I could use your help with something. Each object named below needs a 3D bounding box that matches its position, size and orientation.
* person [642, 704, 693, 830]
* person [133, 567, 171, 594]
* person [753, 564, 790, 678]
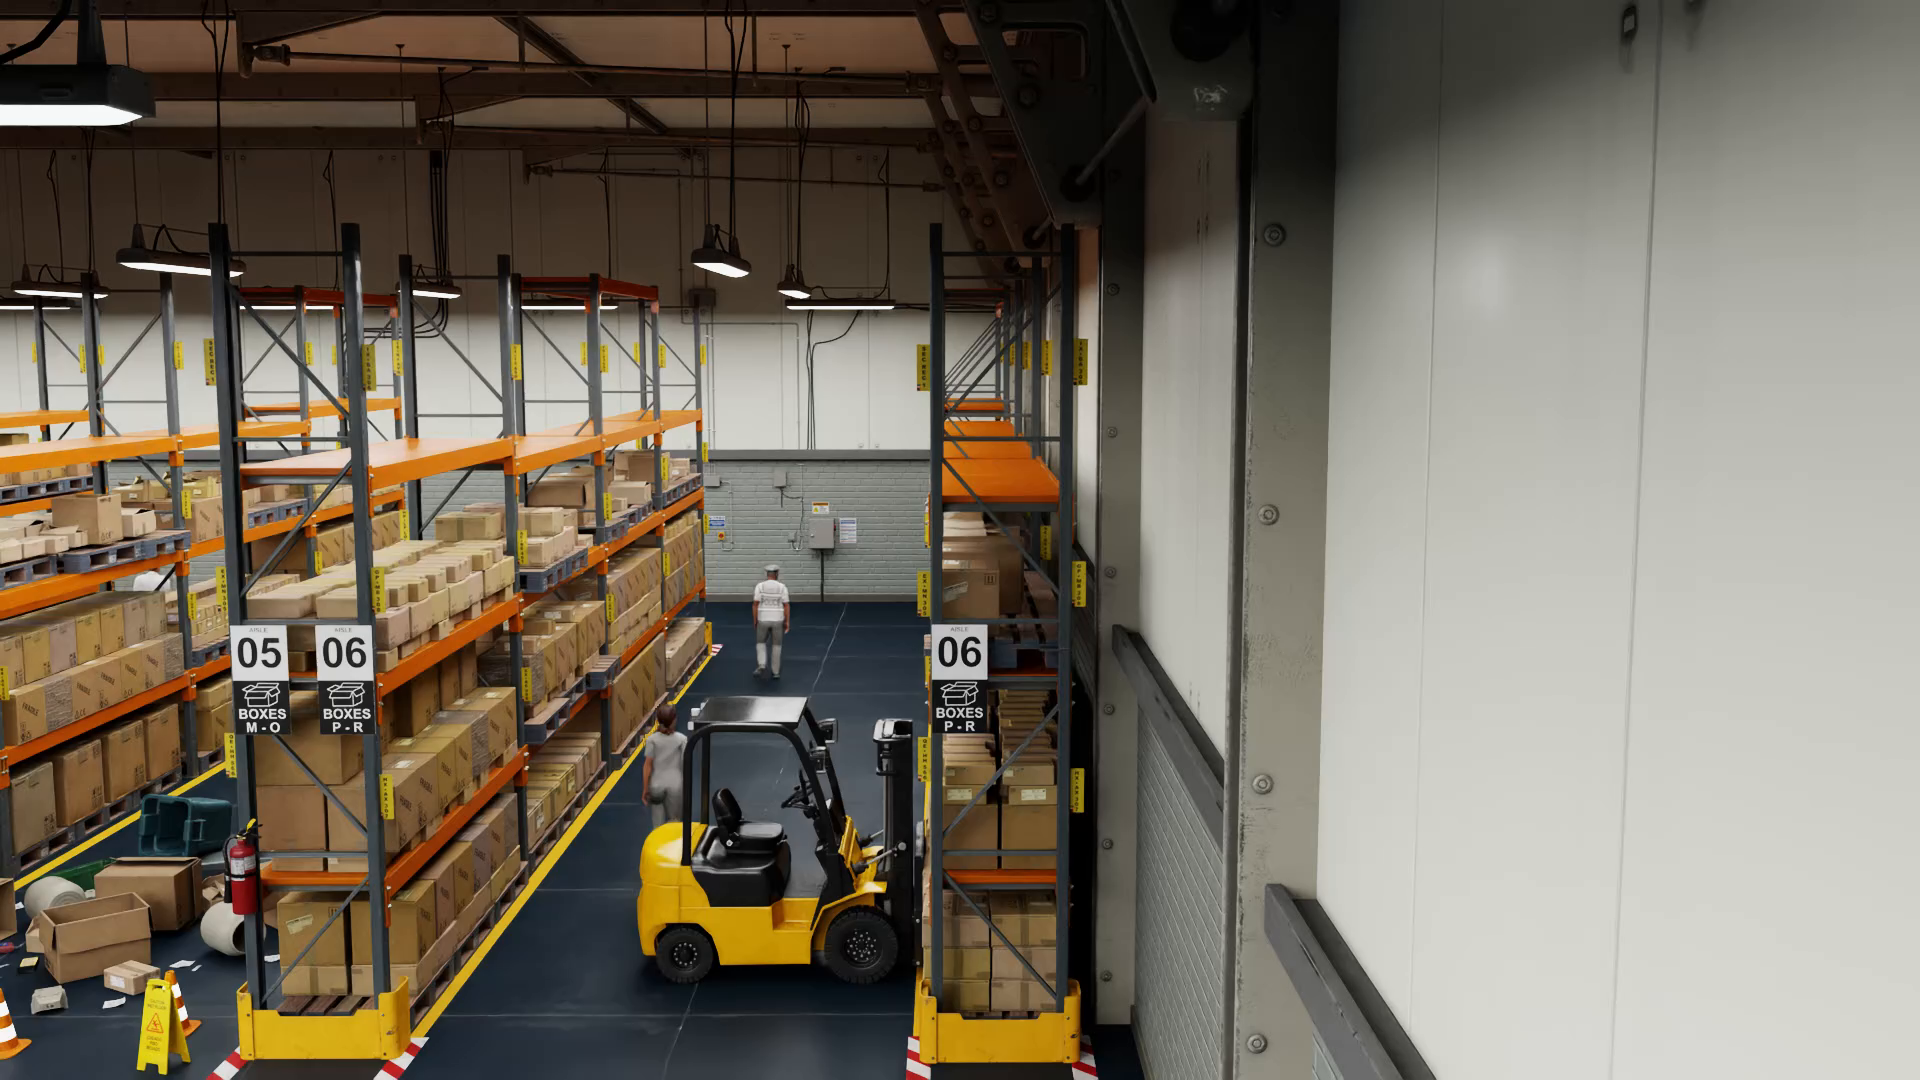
[{"bbox_3d":[-2.807,2.329,15.999,0.479,1.516,0.697,-1,7,-5],"label":"person"},{"bbox_3d":[-12.881,1.183,26.507,0.625,1.776,0.536,-1,7,-5],"label":"person"},{"bbox_3d":[-2.929,1.275,25.853,0.570,1.758,0.515,0,7,-3],"label":"person"}]
